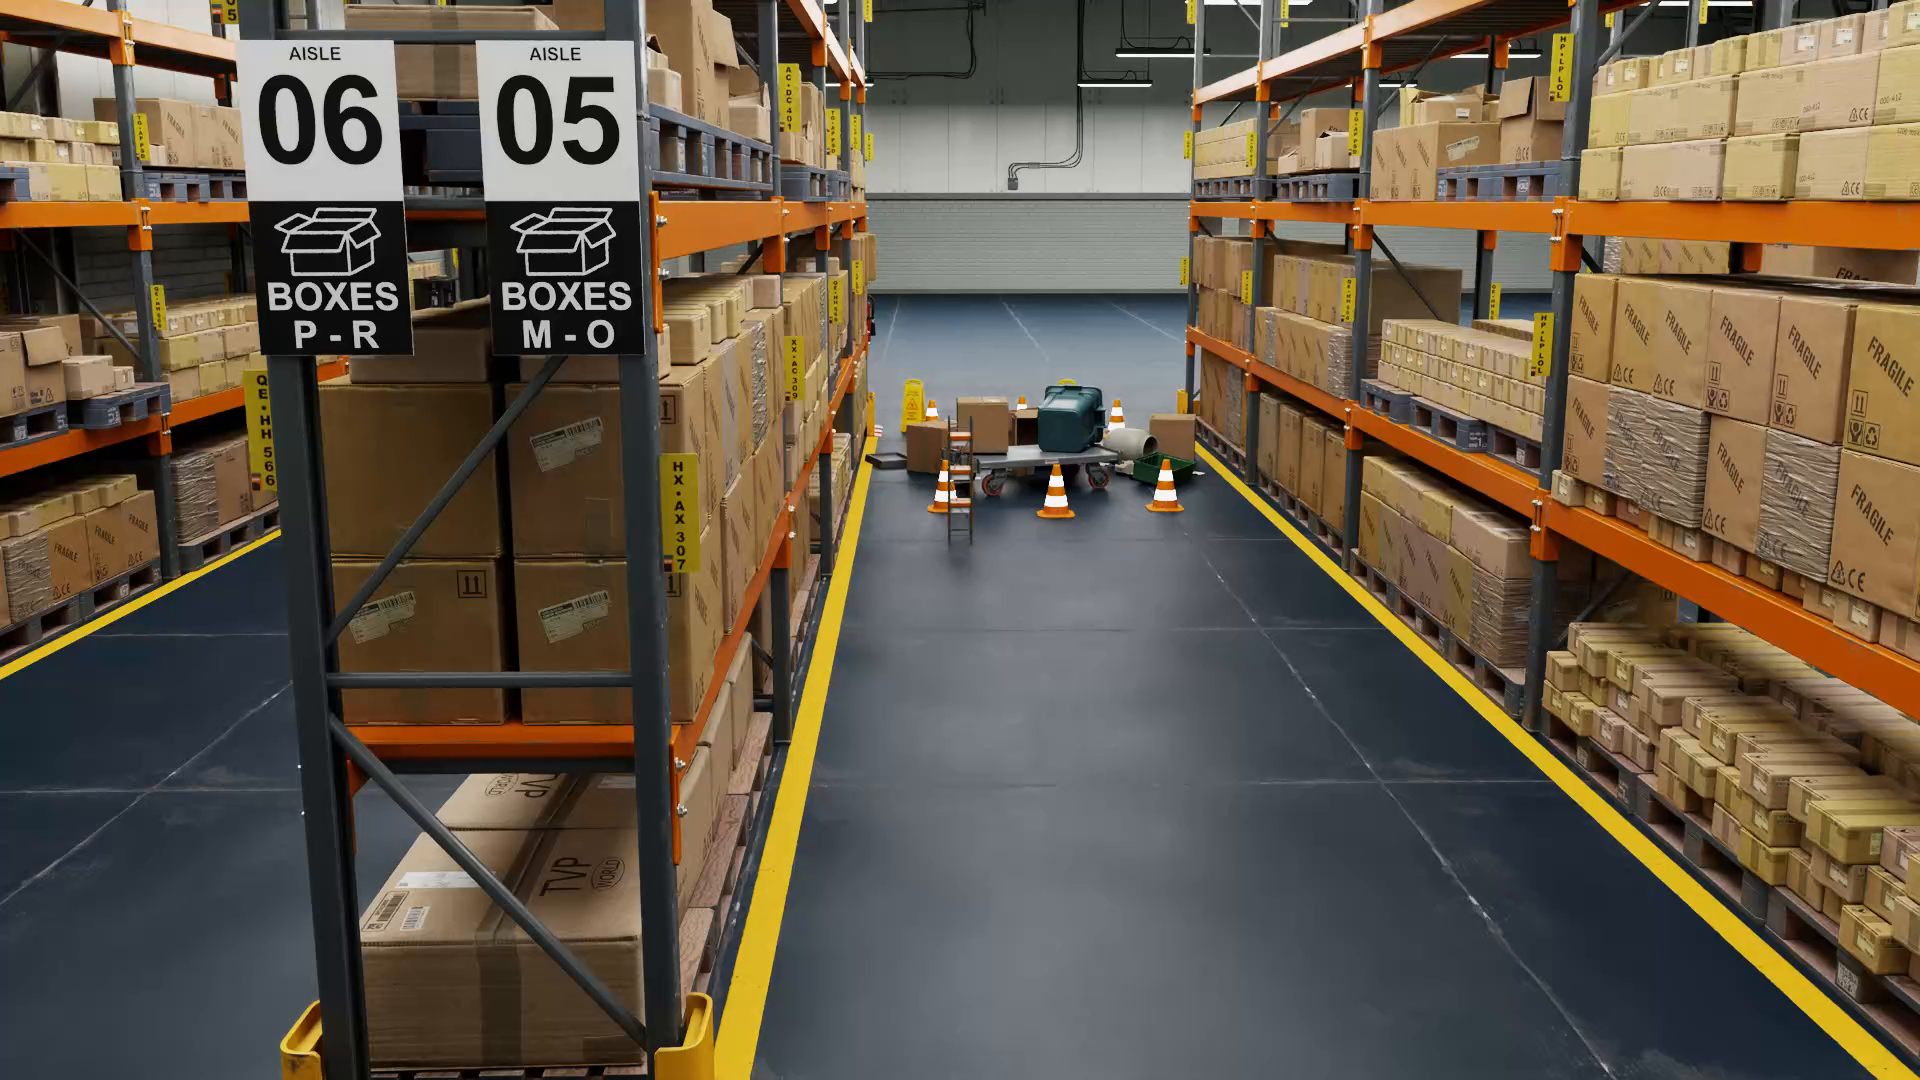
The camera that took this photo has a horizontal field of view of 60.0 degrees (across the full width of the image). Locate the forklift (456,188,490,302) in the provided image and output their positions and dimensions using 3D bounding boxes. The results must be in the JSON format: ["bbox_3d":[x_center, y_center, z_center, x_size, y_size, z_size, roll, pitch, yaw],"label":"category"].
[{"bbox_3d":[-3.299,-1.316,13.172,1.130,2.935,3.031,0,11,-2],"label":"forklift"}]

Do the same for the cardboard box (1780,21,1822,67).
[{"bbox_3d":[3.327,-1.855,6.233,0.380,0.149,0.250,-1,11,-3],"label":"cardboard box"}]

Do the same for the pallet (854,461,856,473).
[{"bbox_3d":[-1.607,-0.759,17.271,1.003,0.211,1.213,0,11,-1],"label":"pallet"}]

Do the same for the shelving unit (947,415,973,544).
[{"bbox_3d":[0.001,-0.504,13.902,0.215,1.050,0.252,0,11,-1],"label":"shelving unit"}]

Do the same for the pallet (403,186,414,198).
[{"bbox_3d":[-6.586,-3.810,17.971,1.003,0.211,1.213,0,11,-1],"label":"pallet"}]

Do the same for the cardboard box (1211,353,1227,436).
[{"bbox_3d":[3.407,-1.683,19.100,0.875,0.875,0.875,0,11,-2],"label":"cardboard box"}]

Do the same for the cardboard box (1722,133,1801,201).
[{"bbox_3d":[3.318,-1.439,6.442,0.500,0.250,0.500,0,11,1],"label":"cardboard box"}]

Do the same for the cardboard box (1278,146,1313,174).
[{"bbox_3d":[3.152,-3.571,15.603,0.258,0.266,0.396,0,11,-2],"label":"cardboard box"}]

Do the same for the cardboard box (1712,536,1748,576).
[{"bbox_3d":[3.361,0.053,6.887,0.380,0.149,0.250,0,11,1],"label":"cardboard box"}]

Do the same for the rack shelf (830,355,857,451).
[{"bbox_3d":[-1.516,-1.243,14.449,1.077,0.370,4.000,0,11,-1],"label":"rack shelf"}]

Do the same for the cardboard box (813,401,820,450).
[{"bbox_3d":[-1.145,-0.722,10.449,0.500,0.250,0.500,0,11,-2],"label":"cardboard box"}]

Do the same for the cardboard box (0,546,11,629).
[{"bbox_3d":[-6.167,0.336,10.090,0.500,0.500,0.500,-1,11,-3],"label":"cardboard box"}]

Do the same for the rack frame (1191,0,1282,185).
[{"bbox_3d":[3.307,-5.768,19.859,1.000,3.000,0.127,0,11,-1],"label":"rack frame"}]

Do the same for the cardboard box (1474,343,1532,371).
[{"bbox_3d":[3.334,-1.102,10.025,0.380,0.149,0.250,-1,11,-3],"label":"cardboard box"}]

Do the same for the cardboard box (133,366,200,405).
[{"bbox_3d":[-6.202,-1.192,12.768,0.500,0.250,0.500,0,11,-1],"label":"cardboard box"}]

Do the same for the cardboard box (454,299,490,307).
[{"bbox_3d":[-1.598,-0.788,6.002,0.380,0.149,0.250,0,11,0],"label":"cardboard box"}]

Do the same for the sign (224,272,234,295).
[{"bbox_3d":[-7.075,-2.432,16.126,0.100,0.325,0.005,0,11,-1],"label":"sign"}]

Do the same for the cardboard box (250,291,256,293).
[{"bbox_3d":[-6.784,-2.401,16.468,0.380,0.149,0.250,0,11,-1],"label":"cardboard box"}]

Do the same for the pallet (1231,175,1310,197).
[{"bbox_3d":[3.383,-3.622,17.048,1.003,0.211,1.213,0,11,-1],"label":"pallet"}]

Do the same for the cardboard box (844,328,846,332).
[{"bbox_3d":[-1.242,-1.871,15.311,0.380,0.149,0.250,0,11,-2],"label":"cardboard box"}]

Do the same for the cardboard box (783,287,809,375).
[{"bbox_3d":[-1.160,-1.231,9.815,0.500,0.500,0.500,-1,11,-3],"label":"cardboard box"}]

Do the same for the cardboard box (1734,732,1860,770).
[{"bbox_3d":[3.395,0.889,6.750,0.380,0.149,0.250,-1,11,-3],"label":"cardboard box"}]

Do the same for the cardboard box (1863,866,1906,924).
[{"bbox_3d":[3.390,1.242,5.759,0.380,0.149,0.250,-1,11,-2],"label":"cardboard box"}]

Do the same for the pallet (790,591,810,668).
[{"bbox_3d":[-1.512,0.568,10.728,1.003,0.211,1.213,0,11,-1],"label":"pallet"}]

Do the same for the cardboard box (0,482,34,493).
[{"bbox_3d":[-6.760,-0.317,11.677,0.380,0.149,0.250,0,11,1],"label":"cardboard box"}]

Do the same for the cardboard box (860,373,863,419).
[{"bbox_3d":[-1.332,-1.546,18.110,0.500,0.500,0.500,0,11,2],"label":"cardboard box"}]

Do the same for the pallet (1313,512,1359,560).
[{"bbox_3d":[3.531,-0.028,13.668,1.003,0.211,1.213,0,11,-1],"label":"pallet"}]

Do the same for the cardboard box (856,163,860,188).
[{"bbox_3d":[-1.310,-3.826,17.457,0.500,0.250,0.500,0,11,-1],"label":"cardboard box"}]

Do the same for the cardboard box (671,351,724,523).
[{"bbox_3d":[-1.052,-0.346,5.452,0.500,0.500,0.500,-1,11,-3],"label":"cardboard box"}]

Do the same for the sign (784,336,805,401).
[{"bbox_3d":[-0.837,-0.868,8.417,0.100,0.325,0.005,0,11,-1],"label":"sign"}]

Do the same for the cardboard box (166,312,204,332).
[{"bbox_3d":[-6.187,-1.712,13.070,0.380,0.149,0.250,0,11,0],"label":"cardboard box"}]

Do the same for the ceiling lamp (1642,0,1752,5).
[{"bbox_3d":[11.551,-9.990,25.988,2.000,3.185,0.800,0,11,-1],"label":"ceiling lamp"}]

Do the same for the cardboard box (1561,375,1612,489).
[{"bbox_3d":[3.313,-0.538,8.168,0.500,0.500,0.500,0,11,-2],"label":"cardboard box"}]

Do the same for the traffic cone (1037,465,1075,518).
[{"bbox_3d":[0.874,-0.455,15.138,0.336,0.463,0.334,0,11,-1],"label":"traffic cone"}]

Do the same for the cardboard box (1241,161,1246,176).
[{"bbox_3d":[3.057,-3.756,16.808,0.380,0.149,0.250,0,11,0],"label":"cardboard box"}]

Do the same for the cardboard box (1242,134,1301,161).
[{"bbox_3d":[3.122,-3.927,16.648,0.500,0.250,0.500,0,11,-2],"label":"cardboard box"}]

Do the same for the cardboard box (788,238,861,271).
[{"bbox_3d":[-1.350,-2.766,16.633,0.700,0.500,0.500,0,11,-2],"label":"cardboard box"}]

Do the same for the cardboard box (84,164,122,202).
[{"bbox_3d":[-6.184,-2.472,11.532,0.500,0.250,0.500,-1,11,-3],"label":"cardboard box"}]

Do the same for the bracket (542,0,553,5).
[{"bbox_3d":[-7.374,-9.633,29.855,0.235,0.232,0.430,0,11,-1],"label":"bracket"}]

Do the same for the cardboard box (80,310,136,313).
[{"bbox_3d":[-6.783,-1.759,13.302,0.380,0.149,0.250,0,11,-2],"label":"cardboard box"}]

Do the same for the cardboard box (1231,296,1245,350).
[{"bbox_3d":[3.336,-2.289,17.421,0.875,0.550,0.550,0,11,-1],"label":"cardboard box"}]

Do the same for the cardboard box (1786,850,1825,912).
[{"bbox_3d":[3.374,1.287,6.284,0.380,0.149,0.250,0,11,-1],"label":"cardboard box"}]

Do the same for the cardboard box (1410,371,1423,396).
[{"bbox_3d":[3.298,-1.070,11.366,0.380,0.149,0.250,0,11,1],"label":"cardboard box"}]

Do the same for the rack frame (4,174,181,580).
[{"bbox_3d":[-6.437,-1.176,12.313,1.000,3.000,0.127,0,11,-1],"label":"rack frame"}]

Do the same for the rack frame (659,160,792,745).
[{"bbox_3d":[-1.392,-0.402,8.498,1.000,3.000,0.127,0,11,-1],"label":"rack frame"}]

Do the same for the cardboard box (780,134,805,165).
[{"bbox_3d":[-1.068,-2.217,9.428,0.380,0.166,0.250,-1,12,-5],"label":"cardboard box"}]

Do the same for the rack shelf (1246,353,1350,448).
[{"bbox_3d":[3.431,-1.283,14.648,1.077,0.370,4.000,0,11,-1],"label":"rack shelf"}]

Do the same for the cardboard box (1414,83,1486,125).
[{"bbox_3d":[3.260,-2.898,11.076,0.396,0.266,0.258,0,11,-1],"label":"cardboard box"}]

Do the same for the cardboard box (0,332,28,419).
[{"bbox_3d":[-6.168,-0.992,10.097,0.700,0.500,0.500,0,11,-1],"label":"cardboard box"}]

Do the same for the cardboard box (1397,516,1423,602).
[{"bbox_3d":[3.261,0.125,11.130,0.500,0.500,0.500,-1,11,-3],"label":"cardboard box"}]

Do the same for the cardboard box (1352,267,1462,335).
[{"bbox_3d":[3.473,-1.866,12.947,0.700,0.500,0.500,0,11,-1],"label":"cardboard box"}]

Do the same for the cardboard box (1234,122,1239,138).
[{"bbox_3d":[3.049,-4.247,17.222,0.380,0.149,0.250,0,11,0],"label":"cardboard box"}]

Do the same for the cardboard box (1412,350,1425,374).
[{"bbox_3d":[3.303,-1.212,11.318,0.380,0.149,0.250,0,11,-1],"label":"cardboard box"}]

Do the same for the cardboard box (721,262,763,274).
[{"bbox_3d":[-1.791,-2.240,13.869,0.380,0.149,0.250,-1,11,-4],"label":"cardboard box"}]

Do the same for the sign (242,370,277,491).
[{"bbox_3d":[-1.852,-0.291,4.443,0.100,0.325,0.005,0,11,-1],"label":"sign"}]

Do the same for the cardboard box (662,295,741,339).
[{"bbox_3d":[-1.030,-0.844,6.279,0.380,0.149,0.250,-1,11,-3],"label":"cardboard box"}]

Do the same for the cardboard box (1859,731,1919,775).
[{"bbox_3d":[3.919,0.885,6.770,0.380,0.149,0.250,0,11,0],"label":"cardboard box"}]

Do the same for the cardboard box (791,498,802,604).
[{"bbox_3d":[-1.529,-0.047,11.034,0.875,0.875,0.875,0,11,0],"label":"cardboard box"}]
